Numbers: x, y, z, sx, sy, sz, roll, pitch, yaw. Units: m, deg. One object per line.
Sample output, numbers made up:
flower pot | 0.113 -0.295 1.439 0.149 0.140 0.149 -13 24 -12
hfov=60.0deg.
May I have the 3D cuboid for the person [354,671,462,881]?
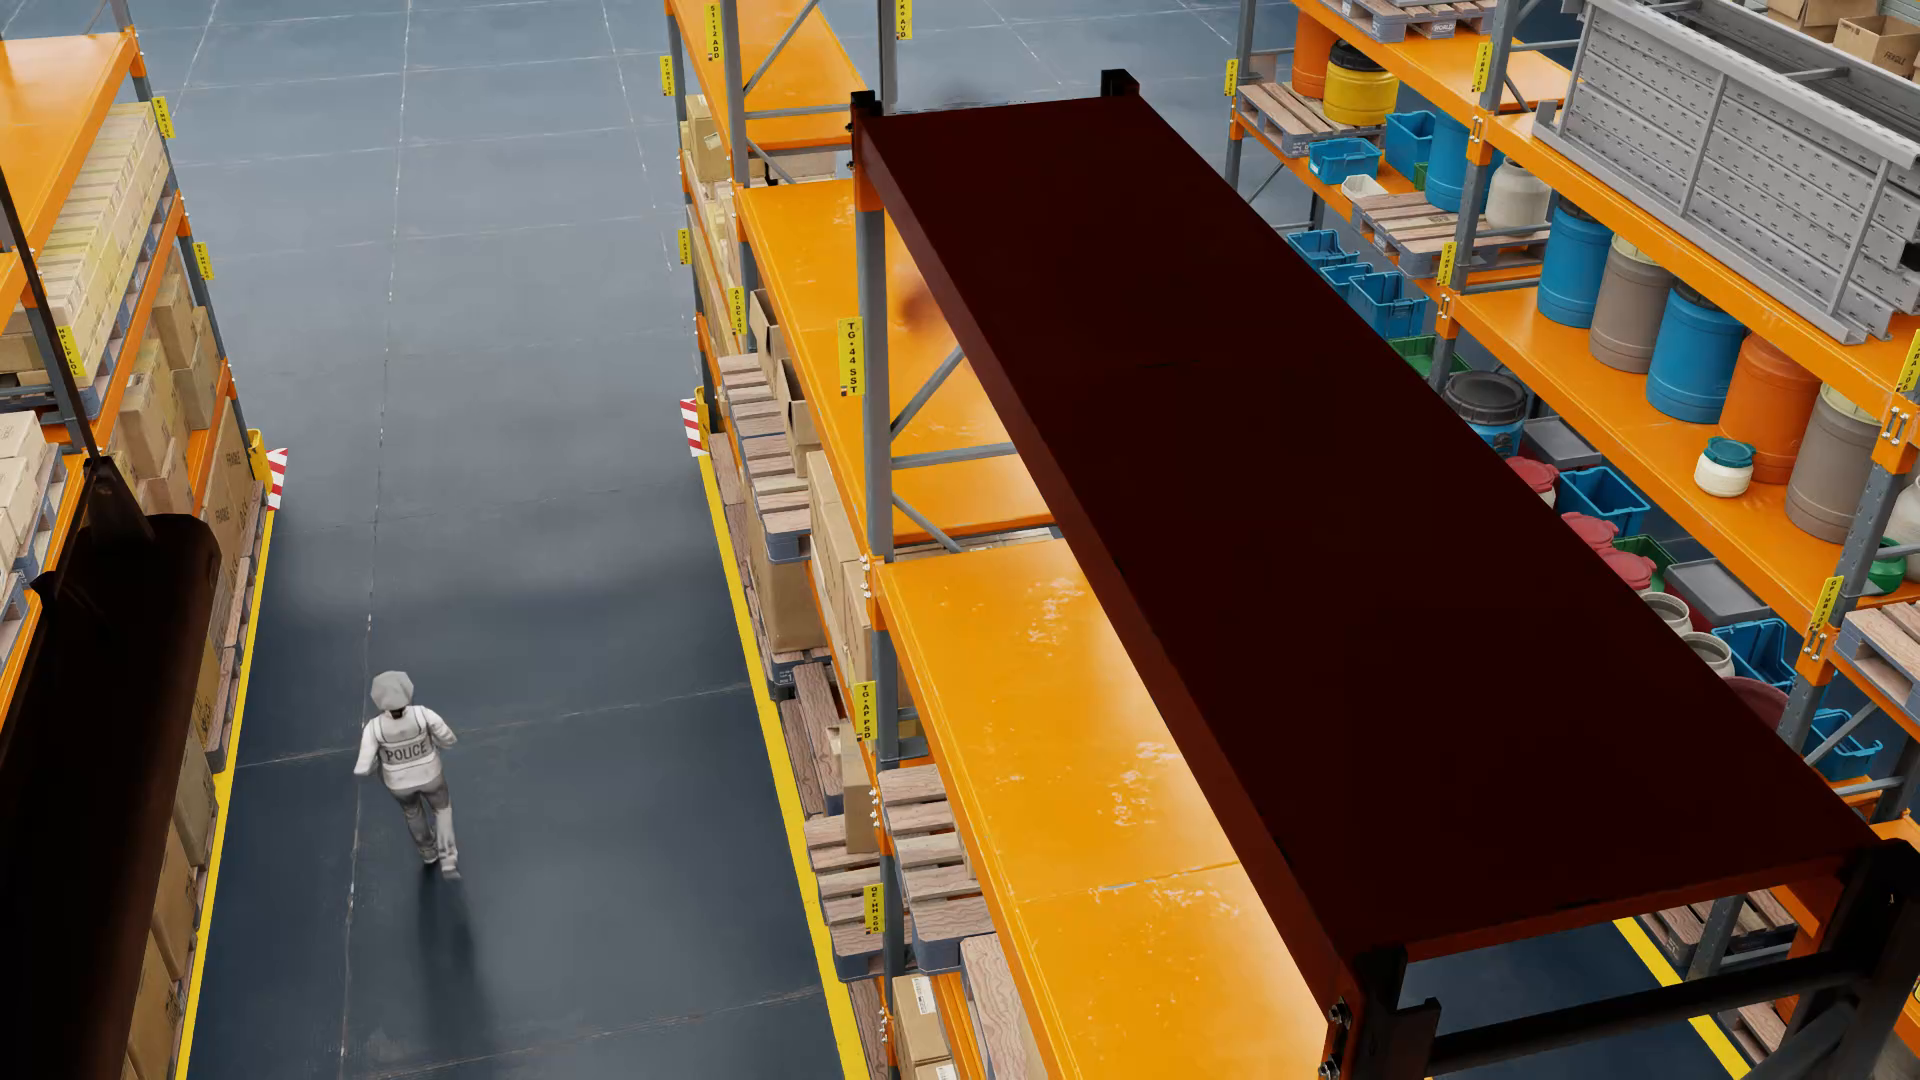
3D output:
person | -3.440 1.495 10.442 0.625 1.654 0.723 -13 36 -18
